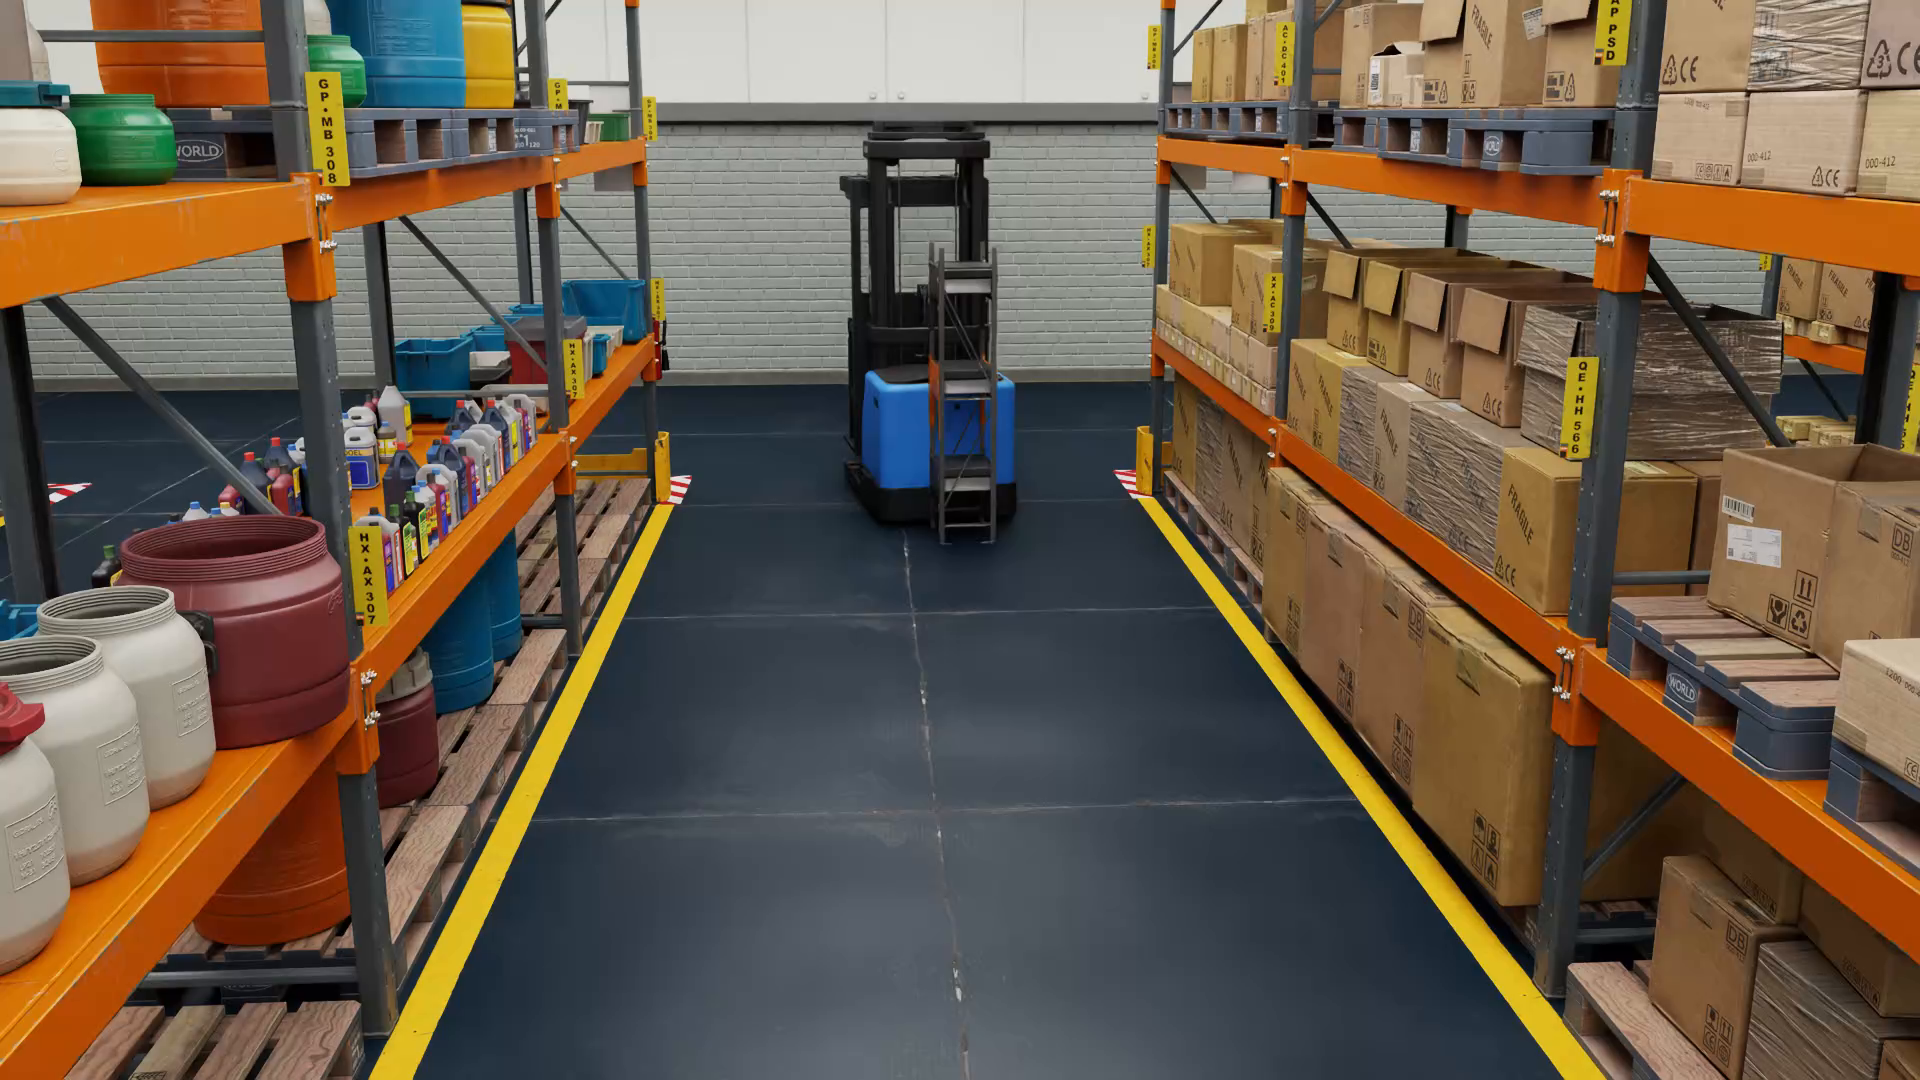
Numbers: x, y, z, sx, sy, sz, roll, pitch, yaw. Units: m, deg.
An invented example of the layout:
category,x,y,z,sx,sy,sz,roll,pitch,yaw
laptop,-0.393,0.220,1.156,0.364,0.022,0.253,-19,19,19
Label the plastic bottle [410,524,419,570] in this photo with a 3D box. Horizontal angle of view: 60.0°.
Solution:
category,x,y,z,sx,sy,sz,roll,pitch,yaw
plastic bottle,-2.129,0.011,6.361,0.097,0.201,0.097,0,14,0

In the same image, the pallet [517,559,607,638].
category,x,y,z,sx,sy,sz,roll,pitch,yaw
pallet,-2.740,0.379,10.131,1.003,0.211,1.213,-1,14,-3

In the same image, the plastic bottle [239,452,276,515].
category,x,y,z,sx,sy,sz,roll,pitch,yaw
plastic bottle,-2.898,-0.189,6.841,0.144,0.351,0.185,-1,14,-3

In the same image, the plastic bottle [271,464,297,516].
category,x,y,z,sx,sy,sz,roll,pitch,yaw
plastic bottle,-2.797,-0.165,6.881,0.061,0.283,0.133,-1,14,-3

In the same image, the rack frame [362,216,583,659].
category,x,y,z,sx,sy,sz,roll,pitch,yaw
rack frame,-2.655,-0.790,9.075,1.000,3.000,0.127,-1,14,-3

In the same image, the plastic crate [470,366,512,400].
category,x,y,z,sx,sy,sz,roll,pitch,yaw
plastic crate,-2.993,-0.960,10.168,0.437,0.125,0.590,-1,14,-3

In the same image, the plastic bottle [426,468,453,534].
category,x,y,z,sx,sy,sz,roll,pitch,yaw
plastic bottle,-2.163,-0.161,6.892,0.097,0.271,0.097,0,14,0

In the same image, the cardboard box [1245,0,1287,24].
category,x,y,z,sx,sy,sz,roll,pitch,yaw
cardboard box,2.155,-3.474,10.741,0.500,0.250,0.500,-1,14,-5

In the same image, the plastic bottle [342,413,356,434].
category,x,y,z,sx,sy,sz,roll,pitch,yaw
plastic bottle,-3.004,-0.486,8.153,0.097,0.271,0.097,0,14,0

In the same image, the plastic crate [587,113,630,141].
category,x,y,z,sx,sy,sz,roll,pitch,yaw
plastic crate,-2.557,-2.893,11.658,0.450,0.188,0.336,-1,14,-3

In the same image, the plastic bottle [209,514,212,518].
category,x,y,z,sx,sy,sz,roll,pitch,yaw
plastic bottle,-2.892,0.000,6.405,0.097,0.201,0.097,0,14,0

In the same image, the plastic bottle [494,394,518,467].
category,x,y,z,sx,sy,sz,roll,pitch,yaw
plastic bottle,-2.272,-0.542,8.212,0.144,0.351,0.185,-1,14,-3

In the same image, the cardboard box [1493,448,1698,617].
category,x,y,z,sx,sy,sz,roll,pitch,yaw
cardboard box,2.258,-0.038,5.956,0.500,0.500,0.500,0,14,-2

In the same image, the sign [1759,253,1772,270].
category,x,y,z,sx,sy,sz,roll,pitch,yaw
sign,6.455,-2.323,13.298,0.100,0.325,0.005,-1,14,-3

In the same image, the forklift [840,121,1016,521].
category,x,y,z,sx,sy,sz,roll,pitch,yaw
forklift,-0.364,-1.883,13.464,1.130,2.935,3.031,-3,15,-11

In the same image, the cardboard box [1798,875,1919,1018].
category,x,y,z,sx,sy,sz,roll,pitch,yaw
cardboard box,2.650,1.061,4.511,0.500,0.250,0.500,1,14,3

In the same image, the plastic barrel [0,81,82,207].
category,x,y,z,sx,sy,sz,roll,pitch,yaw
plastic barrel,-2.096,-0.868,3.637,0.301,0.262,0.301,0,14,0

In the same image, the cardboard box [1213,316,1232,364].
category,x,y,z,sx,sy,sz,roll,pitch,yaw
cardboard box,1.932,-1.299,10.758,0.500,0.250,0.500,-1,14,-2

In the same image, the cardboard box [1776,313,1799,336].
category,x,y,z,sx,sy,sz,roll,pitch,yaw
cardboard box,6.690,-1.705,13.137,0.380,0.149,0.250,-1,14,-4

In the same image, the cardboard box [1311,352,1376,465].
category,x,y,z,sx,sy,sz,roll,pitch,yaw
cardboard box,2.099,-0.671,8.414,0.500,0.500,0.500,-1,14,-3

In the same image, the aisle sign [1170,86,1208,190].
category,x,y,z,sx,sy,sz,roll,pitch,yaw
aisle sign,1.736,-3.133,12.966,0.394,0.787,0.004,-1,14,-3

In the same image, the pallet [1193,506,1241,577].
category,x,y,z,sx,sy,sz,roll,pitch,yaw
pallet,2.240,-0.010,11.641,1.003,0.211,1.213,-1,14,-3

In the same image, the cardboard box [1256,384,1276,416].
category,x,y,z,sx,sy,sz,roll,pitch,yaw
cardboard box,1.942,-0.815,9.679,0.380,0.149,0.250,-1,14,-3

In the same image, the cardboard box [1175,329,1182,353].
category,x,y,z,sx,sy,sz,roll,pitch,yaw
cardboard box,1.784,-1.453,12.160,0.380,0.149,0.250,-1,14,-4

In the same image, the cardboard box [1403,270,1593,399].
category,x,y,z,sx,sy,sz,roll,pitch,yaw
cardboard box,2.421,-0.916,7.354,0.797,0.503,0.637,0,14,-2

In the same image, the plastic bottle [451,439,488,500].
category,x,y,z,sx,sy,sz,roll,pitch,yaw
plastic bottle,-2.232,-0.329,7.534,0.152,0.276,0.135,-1,14,-3

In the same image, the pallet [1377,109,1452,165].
category,x,y,z,sx,sy,sz,roll,pitch,yaw
pallet,2.371,-1.670,6.856,1.003,0.211,1.213,0,14,-1

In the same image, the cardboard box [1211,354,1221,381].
category,x,y,z,sx,sy,sz,roll,pitch,yaw
cardboard box,1.862,-1.135,10.921,0.380,0.149,0.250,-1,14,-4

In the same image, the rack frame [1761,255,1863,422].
category,x,y,z,sx,sy,sz,roll,pitch,yaw
rack frame,6.997,-1.912,13.439,1.000,3.000,0.127,-1,14,-3

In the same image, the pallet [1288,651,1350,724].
category,x,y,z,sx,sy,sz,roll,pitch,yaw
pallet,2.411,0.675,8.978,1.003,0.211,1.213,-1,14,-3

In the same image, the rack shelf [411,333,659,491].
category,x,y,z,sx,sy,sz,roll,pitch,yaw
rack shelf,-2.779,-0.939,11.098,1.077,0.370,4.000,-1,14,-3

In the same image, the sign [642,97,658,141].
category,x,y,z,sx,sy,sz,roll,pitch,yaw
sign,-2.355,-3.199,12.629,0.100,0.325,0.005,-1,14,-3

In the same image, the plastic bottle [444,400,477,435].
category,x,y,z,sx,sy,sz,roll,pitch,yaw
plastic bottle,-2.404,-0.494,8.025,0.144,0.351,0.185,-1,14,-3

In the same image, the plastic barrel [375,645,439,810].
category,x,y,z,sx,sy,sz,roll,pitch,yaw
plastic barrel,-2.525,0.767,7.020,0.600,0.588,0.708,-1,14,-3

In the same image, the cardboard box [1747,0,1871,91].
category,x,y,z,sx,sy,sz,roll,pitch,yaw
cardboard box,2.336,-1.367,4.097,0.500,0.500,0.500,-1,14,-3

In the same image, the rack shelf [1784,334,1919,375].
category,x,y,z,sx,sy,sz,roll,pitch,yaw
rack shelf,7.121,-1.066,11.595,1.077,0.370,4.000,-1,14,-3

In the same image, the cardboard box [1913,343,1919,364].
category,x,y,z,sx,sy,sz,roll,pitch,yaw
cardboard box,6.837,-1.318,11.632,0.380,0.149,0.250,0,14,-1

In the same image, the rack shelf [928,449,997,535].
category,x,y,z,sx,sy,sz,roll,pitch,yaw
rack shelf,0.017,-0.354,12.053,0.431,0.518,0.480,-2,15,-9

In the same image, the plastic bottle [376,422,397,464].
category,x,y,z,sx,sy,sz,roll,pitch,yaw
plastic bottle,-2.861,-0.488,8.301,0.097,0.201,0.097,0,14,0

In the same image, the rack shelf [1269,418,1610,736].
category,x,y,z,sx,sy,sz,roll,pitch,yaw
rack shelf,2.412,-0.020,7.529,1.077,0.370,4.000,-1,14,-3

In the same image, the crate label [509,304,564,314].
category,x,y,z,sx,sy,sz,roll,pitch,yaw
crate label,-3.217,-1.666,12.696,0.416,0.233,0.303,-1,14,-3

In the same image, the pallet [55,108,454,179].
category,x,y,z,sx,sy,sz,roll,pitch,yaw
pallet,-2.357,-1.348,5.604,1.003,0.211,1.213,-1,14,-3

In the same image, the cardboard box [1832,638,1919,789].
category,x,y,z,sx,sy,sz,roll,pitch,yaw
cardboard box,2.410,0.418,3.838,0.500,0.250,0.500,-1,14,-5

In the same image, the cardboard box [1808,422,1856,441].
category,x,y,z,sx,sy,sz,roll,pitch,yaw
cardboard box,6.827,-0.821,12.881,0.380,0.149,0.250,-1,14,-2

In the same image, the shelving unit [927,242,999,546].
category,x,y,z,sx,sy,sz,roll,pitch,yaw
shelving unit,0.017,-1.045,11.875,0.431,2.100,0.503,-2,15,-9

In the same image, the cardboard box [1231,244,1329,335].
category,x,y,z,sx,sy,sz,roll,pitch,yaw
cardboard box,1.966,-1.535,10.173,0.500,0.500,0.500,-1,14,-3

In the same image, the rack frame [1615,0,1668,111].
category,x,y,z,sx,sy,sz,roll,pitch,yaw
rack frame,2.536,-2.777,4.758,1.000,3.000,0.127,-1,14,-3

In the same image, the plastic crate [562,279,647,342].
category,x,y,z,sx,sy,sz,roll,pitch,yaw
plastic crate,-2.696,-1.750,12.617,0.616,0.435,0.499,-1,14,-3

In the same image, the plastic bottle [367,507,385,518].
category,x,y,z,sx,sy,sz,roll,pitch,yaw
plastic bottle,-2.181,0.012,6.220,0.097,0.271,0.097,0,14,0

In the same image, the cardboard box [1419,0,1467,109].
category,x,y,z,sx,sy,sz,roll,pitch,yaw
cardboard box,2.388,-2.085,7.040,0.797,0.503,0.637,-1,14,-4

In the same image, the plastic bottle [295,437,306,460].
category,x,y,z,sx,sy,sz,roll,pitch,yaw
plastic bottle,-2.935,-0.320,7.501,0.152,0.276,0.135,-1,14,-3

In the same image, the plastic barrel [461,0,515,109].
category,x,y,z,sx,sy,sz,roll,pitch,yaw
plastic barrel,-2.396,-2.313,7.756,0.600,0.588,0.600,0,14,0

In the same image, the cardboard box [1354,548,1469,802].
category,x,y,z,sx,sy,sz,roll,pitch,yaw
cardboard box,2.466,0.561,7.249,1.225,0.875,0.875,-1,14,-3

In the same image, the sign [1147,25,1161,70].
category,x,y,z,sx,sy,sz,roll,pitch,yaw
sign,1.486,-3.768,12.719,0.100,0.325,0.005,-1,14,-3

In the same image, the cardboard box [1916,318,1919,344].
category,x,y,z,sx,sy,sz,roll,pitch,yaw
cardboard box,6.863,-1.607,11.456,0.500,0.500,0.500,-1,14,-5

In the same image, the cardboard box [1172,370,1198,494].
category,x,y,z,sx,sy,sz,roll,pitch,yaw
cardboard box,2.160,-0.877,12.837,0.875,0.875,0.875,-1,14,-3
